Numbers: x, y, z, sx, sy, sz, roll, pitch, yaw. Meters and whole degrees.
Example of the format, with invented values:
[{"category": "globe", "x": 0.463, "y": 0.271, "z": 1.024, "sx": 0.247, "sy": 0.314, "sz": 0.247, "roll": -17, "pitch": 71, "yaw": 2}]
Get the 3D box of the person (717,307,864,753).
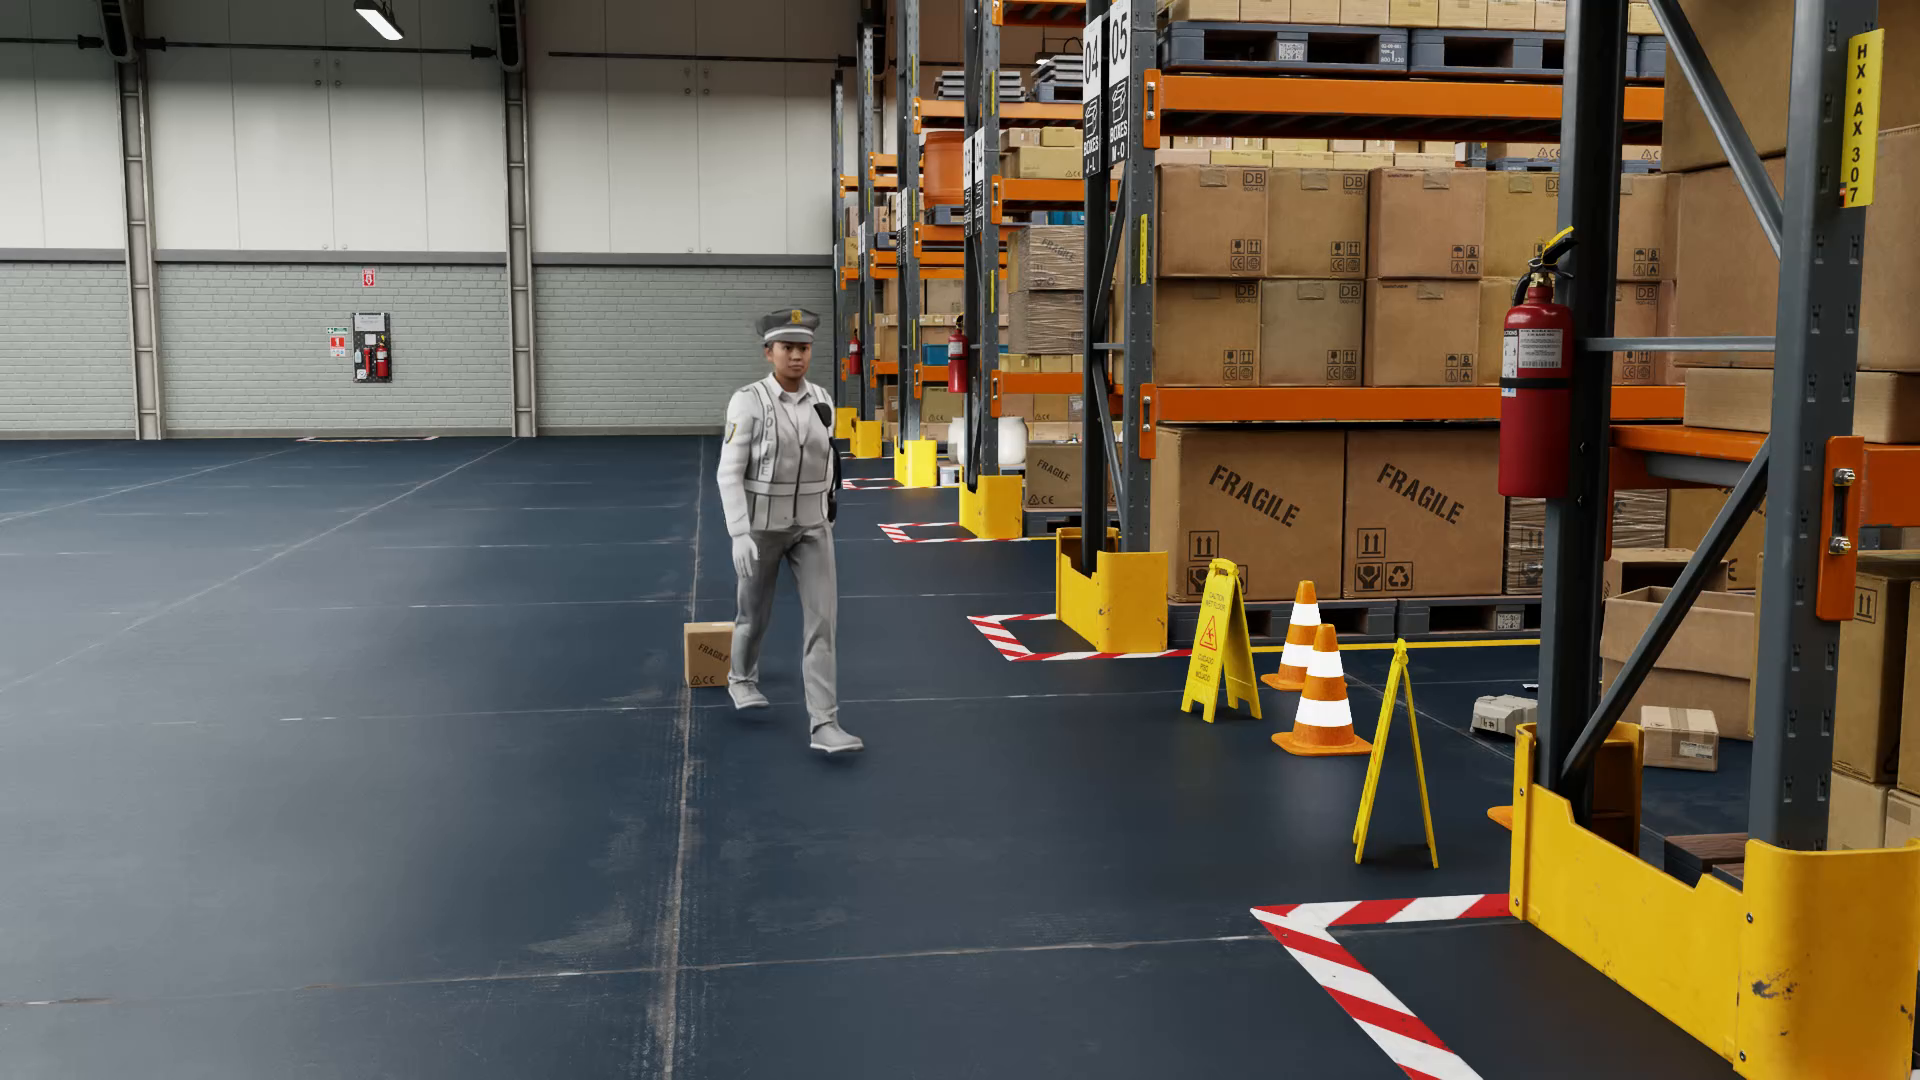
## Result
[{"category": "person", "x": -0.682, "y": -0.055, "z": 6.270, "sx": 0.504, "sy": 1.626, "sz": 1.030, "roll": -3, "pitch": 7, "yaw": -25}]
